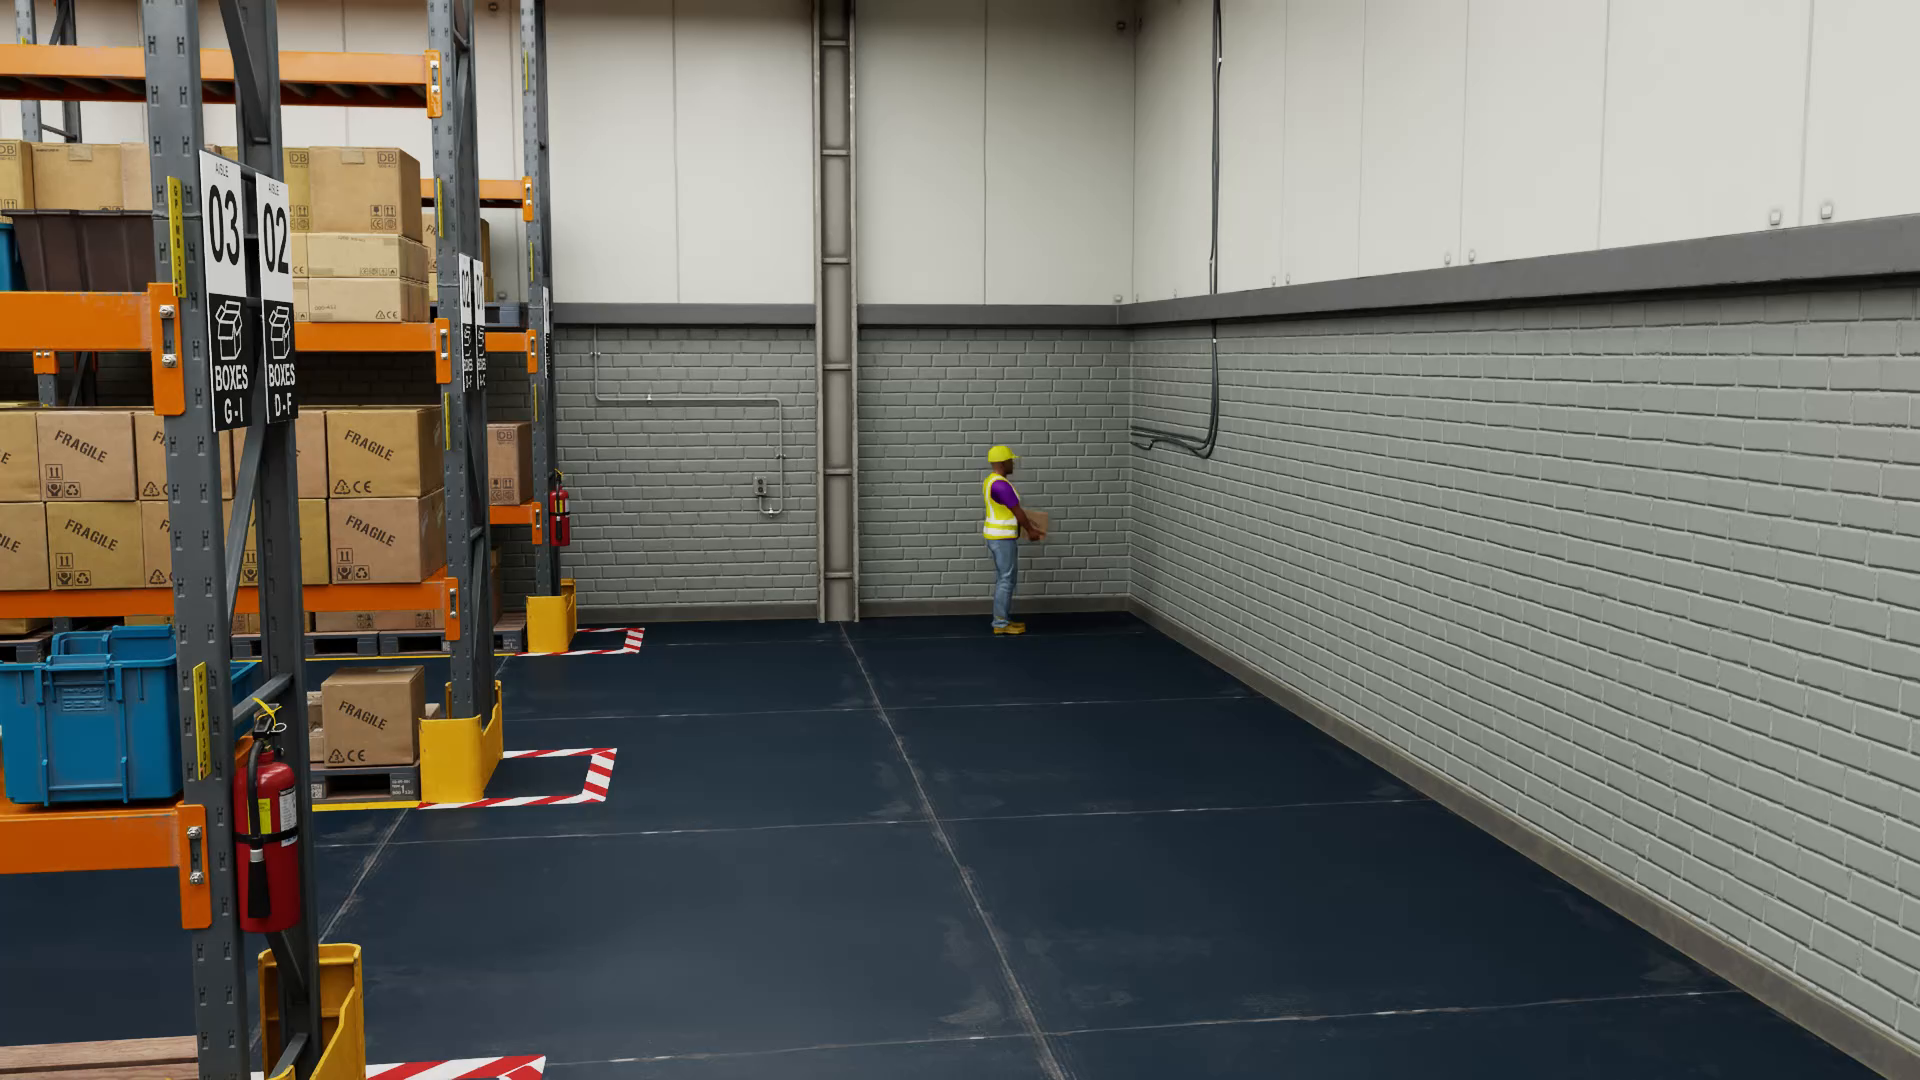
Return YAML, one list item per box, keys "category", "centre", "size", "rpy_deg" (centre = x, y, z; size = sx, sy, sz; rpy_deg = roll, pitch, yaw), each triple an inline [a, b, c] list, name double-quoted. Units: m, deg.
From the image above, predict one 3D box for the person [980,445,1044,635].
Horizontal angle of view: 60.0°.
- category: "person"
  centre: [0.487, -0.011, 15.706]
  size: [0.573, 1.767, 0.521]
  rpy_deg: [-1, 7, -9]
